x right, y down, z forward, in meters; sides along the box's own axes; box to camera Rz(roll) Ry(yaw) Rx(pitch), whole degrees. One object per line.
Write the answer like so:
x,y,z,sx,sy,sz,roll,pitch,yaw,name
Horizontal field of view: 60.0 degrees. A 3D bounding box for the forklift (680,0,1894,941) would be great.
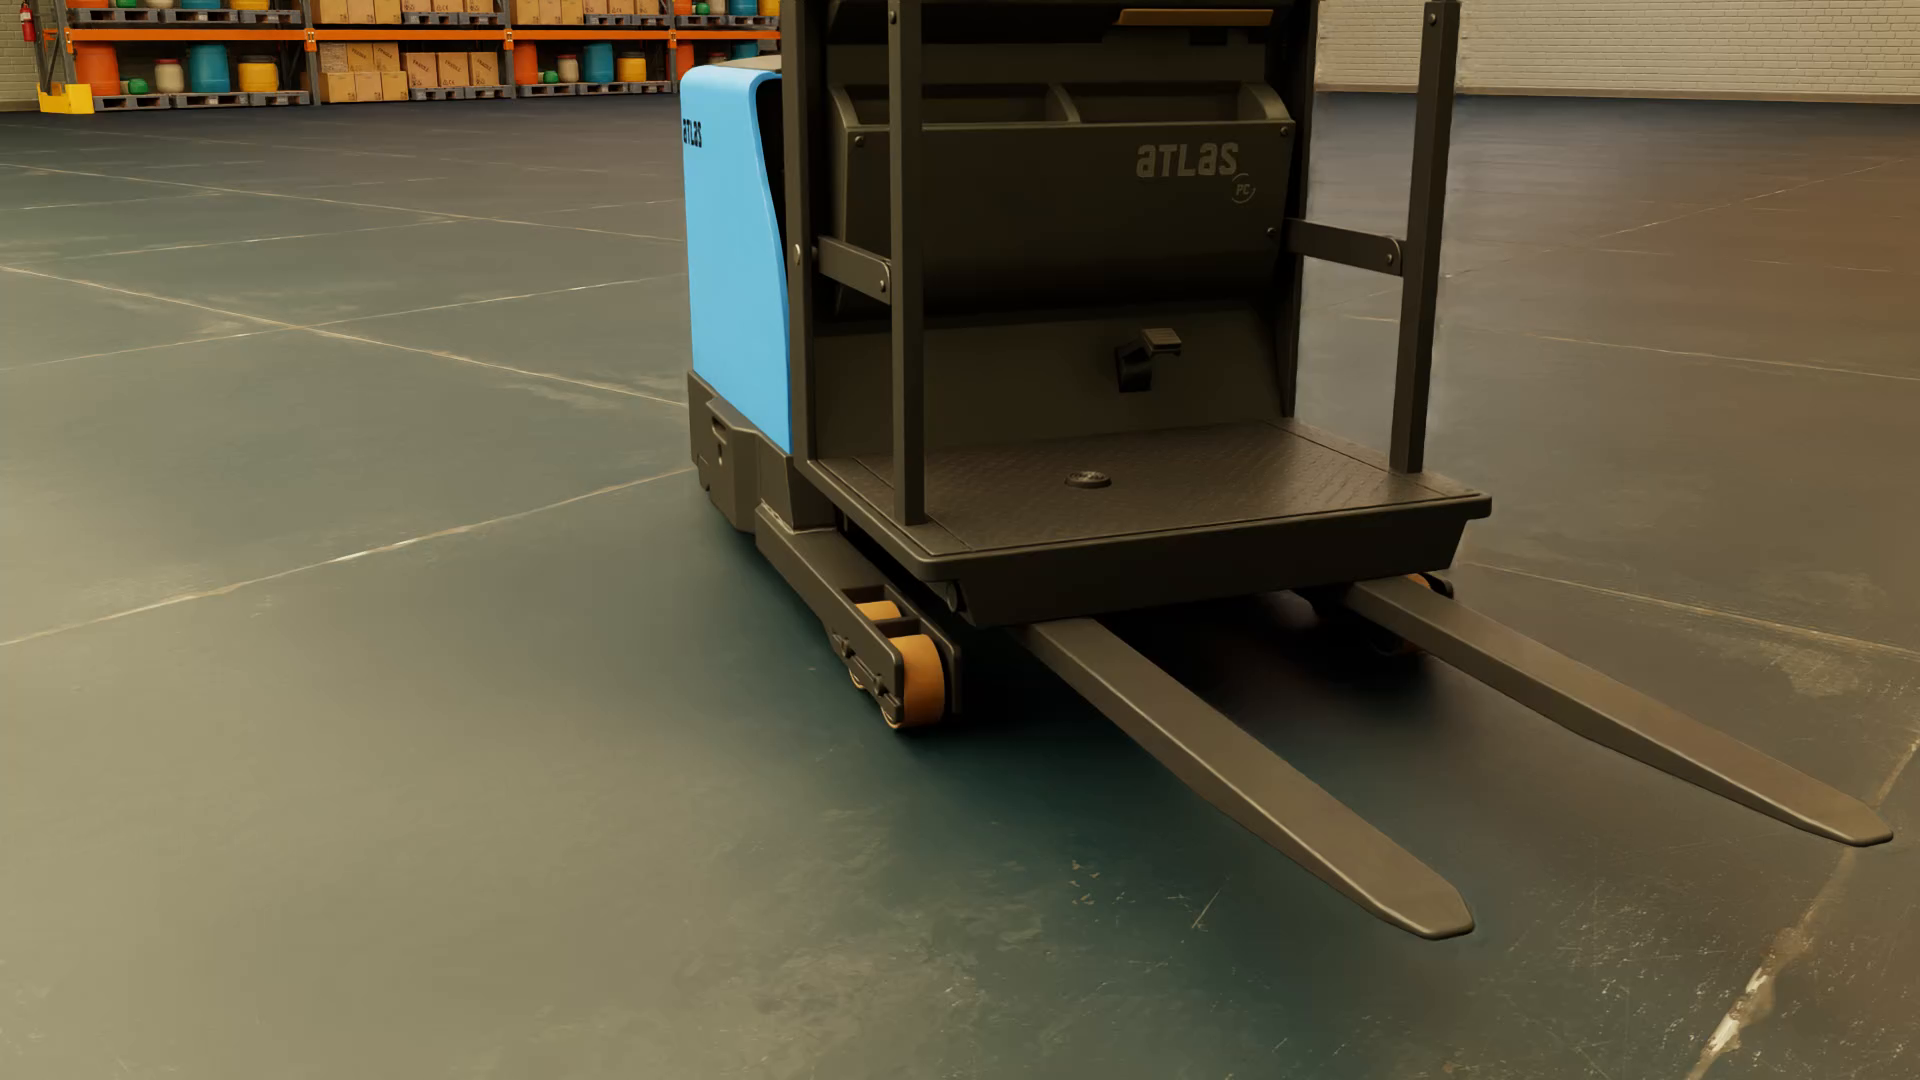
0.283,-1.211,2.884,1.130,2.935,3.031,-6,18,-20,forklift
